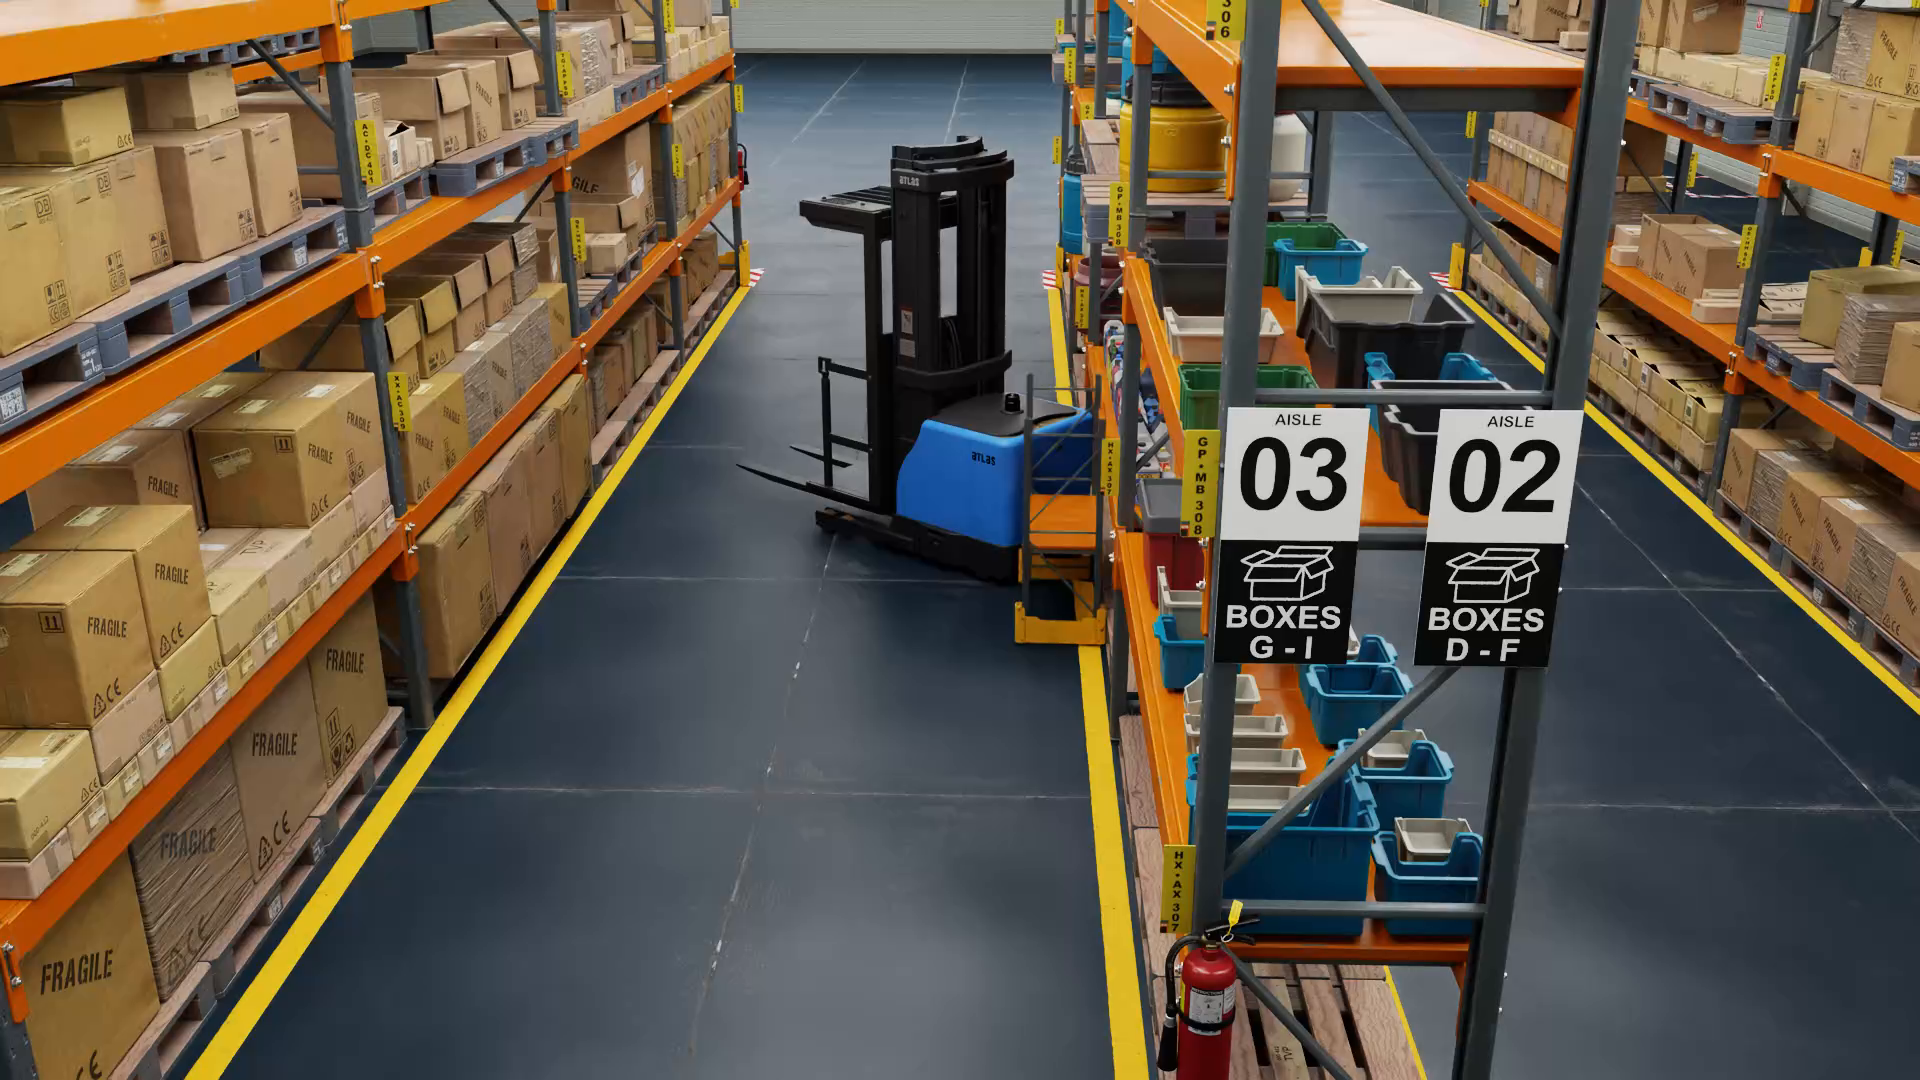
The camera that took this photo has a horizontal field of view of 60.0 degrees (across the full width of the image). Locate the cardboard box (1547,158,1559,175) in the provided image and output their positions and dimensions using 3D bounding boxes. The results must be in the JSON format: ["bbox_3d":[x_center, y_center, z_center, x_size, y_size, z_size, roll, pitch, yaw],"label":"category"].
[{"bbox_3d":[6.386,-3.912,17.429,0.380,0.149,0.250,1,21,1],"label":"cardboard box"}]

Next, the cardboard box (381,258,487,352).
[{"bbox_3d":[-3.539,-1.530,10.801,0.797,0.503,0.637,1,21,3],"label":"cardboard box"}]

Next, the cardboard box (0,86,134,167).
[{"bbox_3d":[-3.636,-1.633,6.550,0.500,0.250,0.500,0,21,0],"label":"cardboard box"}]

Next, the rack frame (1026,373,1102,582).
[{"bbox_3d":[0.701,-0.414,11.425,0.500,1.500,0.032,1,21,3],"label":"rack frame"}]

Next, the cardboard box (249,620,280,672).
[{"bbox_3d":[-3.316,0.476,7.503,0.380,0.149,0.250,1,21,3],"label":"cardboard box"}]

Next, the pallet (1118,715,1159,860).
[{"bbox_3d":[1.381,1.309,8.864,1.003,0.211,1.213,1,21,2],"label":"pallet"}]

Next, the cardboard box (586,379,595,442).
[{"bbox_3d":[-3.464,-1.040,13.911,0.700,0.500,0.500,0,21,-1],"label":"cardboard box"}]

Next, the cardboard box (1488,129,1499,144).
[{"bbox_3d":[6.453,-4.750,19.589,0.380,0.149,0.250,0,21,1],"label":"cardboard box"}]

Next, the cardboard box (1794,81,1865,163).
[{"bbox_3d":[6.457,-2.935,11.661,0.910,0.500,0.500,1,21,2],"label":"cardboard box"}]

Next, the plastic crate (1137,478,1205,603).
[{"bbox_3d":[1.087,0.005,8.198,0.402,0.464,0.583,1,21,2],"label":"plastic crate"}]

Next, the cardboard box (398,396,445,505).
[{"bbox_3d":[-3.322,-0.522,9.589,0.500,0.500,0.500,1,21,2],"label":"cardboard box"}]

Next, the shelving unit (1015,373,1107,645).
[{"bbox_3d":[0.674,-0.226,10.944,0.587,1.500,1.083,1,21,3],"label":"shelving unit"}]

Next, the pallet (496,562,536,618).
[{"bbox_3d":[-3.604,0.266,11.551,1.003,0.211,1.213,1,21,2],"label":"pallet"}]

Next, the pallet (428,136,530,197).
[{"bbox_3d":[-3.462,-2.431,10.761,1.003,0.211,1.213,2,21,4],"label":"pallet"}]

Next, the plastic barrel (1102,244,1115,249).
[{"bbox_3d":[1.317,-2.282,14.110,0.421,0.512,0.421,0,21,0],"label":"plastic barrel"}]

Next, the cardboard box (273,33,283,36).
[{"bbox_3d":[-7.878,-5.773,18.744,0.380,0.149,0.250,0,21,1],"label":"cardboard box"}]

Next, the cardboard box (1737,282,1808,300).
[{"bbox_3d":[6.658,-1.927,13.473,0.500,0.311,0.500,0,21,1],"label":"cardboard box"}]

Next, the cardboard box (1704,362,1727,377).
[{"bbox_3d":[6.772,-1.384,14.394,0.500,0.311,0.500,0,21,0],"label":"cardboard box"}]

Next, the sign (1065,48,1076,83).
[{"bbox_3d":[1.058,-4.563,15.982,0.100,0.325,0.005,1,21,2],"label":"sign"}]

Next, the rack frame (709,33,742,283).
[{"bbox_3d":[-3.221,-4.651,20.368,1.000,3.000,0.127,1,21,2],"label":"rack frame"}]

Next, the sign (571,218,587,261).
[{"bbox_3d":[-2.910,-2.293,12.691,0.100,0.325,0.005,1,21,2],"label":"sign"}]

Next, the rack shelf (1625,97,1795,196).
[{"bbox_3d":[6.498,-3.434,14.080,1.077,0.370,4.000,1,21,2],"label":"rack shelf"}]

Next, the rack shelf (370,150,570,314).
[{"bbox_3d":[-3.525,-2.098,10.637,1.077,0.370,4.000,1,21,2],"label":"rack shelf"}]

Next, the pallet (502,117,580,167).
[{"bbox_3d":[-3.431,-2.835,11.803,1.213,0.211,1.003,2,21,4],"label":"pallet"}]

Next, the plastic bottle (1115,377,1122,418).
[{"bbox_3d":[1.099,-0.969,10.947,0.144,0.351,0.185,1,21,2],"label":"plastic bottle"}]

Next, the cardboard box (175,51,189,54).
[{"bbox_3d":[-7.947,-4.947,16.614,0.380,0.149,0.250,0,21,1],"label":"cardboard box"}]

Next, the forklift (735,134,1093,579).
[{"bbox_3d":[-0.470,-1.514,12.380,3.031,2.935,1.130,17,27,38],"label":"forklift"}]

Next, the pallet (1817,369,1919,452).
[{"bbox_3d":[6.383,-0.855,10.851,1.003,0.211,1.213,1,21,2],"label":"pallet"}]

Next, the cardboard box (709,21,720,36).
[{"bbox_3d":[-2.926,-5.777,18.781,0.380,0.149,0.250,1,21,2],"label":"cardboard box"}]

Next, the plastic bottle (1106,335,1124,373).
[{"bbox_3d":[1.136,-1.326,11.970,0.152,0.276,0.135,1,21,2],"label":"plastic bottle"}]

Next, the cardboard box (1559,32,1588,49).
[{"bbox_3d":[6.322,-5.076,16.890,0.380,0.149,0.250,1,21,2],"label":"cardboard box"}]

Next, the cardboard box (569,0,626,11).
[{"bbox_3d":[-3.584,-5.187,16.362,0.500,0.500,0.500,0,21,0],"label":"cardboard box"}]

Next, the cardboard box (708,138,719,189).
[{"bbox_3d":[-3.219,-4.275,18.850,0.875,0.500,0.500,1,21,2],"label":"cardboard box"}]

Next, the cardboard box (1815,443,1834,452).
[{"bbox_3d":[6.747,-0.748,13.530,0.500,0.250,0.500,1,21,1],"label":"cardboard box"}]

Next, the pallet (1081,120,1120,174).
[{"bbox_3d":[1.365,-2.738,11.554,1.003,0.211,1.213,1,21,2],"label":"pallet"}]

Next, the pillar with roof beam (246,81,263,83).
[{"bbox_3d":[-13.977,-15.998,41.320,9.100,9.000,0.400,1,21,2],"label":"pillar with roof beam"}]

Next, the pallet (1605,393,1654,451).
[{"bbox_3d":[6.541,-1.085,15.033,1.003,0.211,1.213,1,21,2],"label":"pallet"}]

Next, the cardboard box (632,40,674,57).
[{"bbox_3d":[-3.025,-4.833,16.347,0.380,0.149,0.250,0,21,0],"label":"cardboard box"}]

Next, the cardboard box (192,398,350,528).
[{"bbox_3d":[-3.352,-0.380,8.121,0.500,0.500,0.500,1,21,2],"label":"cardboard box"}]

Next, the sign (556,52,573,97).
[{"bbox_3d":[-2.910,-3.425,12.240,0.100,0.325,0.005,1,21,2],"label":"sign"}]

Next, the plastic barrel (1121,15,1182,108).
[{"bbox_3d":[1.263,-2.704,9.931,0.600,0.901,0.708,1,21,2],"label":"plastic barrel"}]

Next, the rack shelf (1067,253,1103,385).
[{"bbox_3d":[1.547,-2.091,14.767,1.077,0.370,4.000,1,21,2],"label":"rack shelf"}]

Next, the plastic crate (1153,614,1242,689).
[{"bbox_3d":[1.049,0.494,7.259,0.416,0.233,0.300,1,21,2],"label":"plastic crate"}]

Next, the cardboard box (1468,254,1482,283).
[{"bbox_3d":[6.442,-3.263,20.012,0.500,0.250,0.500,1,21,2],"label":"cardboard box"}]

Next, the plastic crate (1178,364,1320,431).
[{"bbox_3d":[0.987,-0.470,5.741,0.450,0.188,0.336,1,21,2],"label":"plastic crate"}]

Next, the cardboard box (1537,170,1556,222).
[{"bbox_3d":[6.595,-3.673,17.711,0.700,0.500,0.500,1,21,2],"label":"cardboard box"}]

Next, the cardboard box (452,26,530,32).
[{"bbox_3d":[-3.695,-3.797,13.192,0.500,0.500,0.500,1,21,1],"label":"cardboard box"}]

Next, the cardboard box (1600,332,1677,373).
[{"bbox_3d":[6.262,-1.755,15.350,0.500,0.311,0.500,0,21,0],"label":"cardboard box"}]

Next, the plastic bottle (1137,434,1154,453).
[{"bbox_3d":[1.064,-0.478,9.785,0.152,0.276,0.135,1,21,2],"label":"plastic bottle"}]

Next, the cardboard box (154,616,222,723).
[{"bbox_3d":[-3.395,0.525,6.824,0.500,0.250,0.500,0,21,0],"label":"cardboard box"}]

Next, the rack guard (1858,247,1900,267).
[{"bbox_3d":[11.630,-3.294,20.328,1.175,0.500,0.348,1,21,2],"label":"rack guard"}]

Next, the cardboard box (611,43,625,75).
[{"bbox_3d":[-3.271,-4.395,15.168,0.396,0.266,0.258,1,21,4],"label":"cardboard box"}]

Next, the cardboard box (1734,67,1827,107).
[{"bbox_3d":[6.392,-3.526,12.951,0.500,0.250,0.500,1,21,3],"label":"cardboard box"}]

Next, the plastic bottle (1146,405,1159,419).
[{"bbox_3d":[1.209,-0.712,10.395,0.097,0.271,0.097,0,21,0],"label":"plastic bottle"}]

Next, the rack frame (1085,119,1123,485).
[{"bbox_3d":[1.486,-1.704,12.773,1.000,3.000,0.127,1,21,2],"label":"rack frame"}]

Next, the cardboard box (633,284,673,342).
[{"bbox_3d":[-3.291,-2.379,17.389,0.500,0.500,0.500,0,21,0],"label":"cardboard box"}]

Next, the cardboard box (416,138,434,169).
[{"bbox_3d":[-3.391,-2.326,9.996,0.380,0.149,0.250,0,21,-1],"label":"cardboard box"}]
